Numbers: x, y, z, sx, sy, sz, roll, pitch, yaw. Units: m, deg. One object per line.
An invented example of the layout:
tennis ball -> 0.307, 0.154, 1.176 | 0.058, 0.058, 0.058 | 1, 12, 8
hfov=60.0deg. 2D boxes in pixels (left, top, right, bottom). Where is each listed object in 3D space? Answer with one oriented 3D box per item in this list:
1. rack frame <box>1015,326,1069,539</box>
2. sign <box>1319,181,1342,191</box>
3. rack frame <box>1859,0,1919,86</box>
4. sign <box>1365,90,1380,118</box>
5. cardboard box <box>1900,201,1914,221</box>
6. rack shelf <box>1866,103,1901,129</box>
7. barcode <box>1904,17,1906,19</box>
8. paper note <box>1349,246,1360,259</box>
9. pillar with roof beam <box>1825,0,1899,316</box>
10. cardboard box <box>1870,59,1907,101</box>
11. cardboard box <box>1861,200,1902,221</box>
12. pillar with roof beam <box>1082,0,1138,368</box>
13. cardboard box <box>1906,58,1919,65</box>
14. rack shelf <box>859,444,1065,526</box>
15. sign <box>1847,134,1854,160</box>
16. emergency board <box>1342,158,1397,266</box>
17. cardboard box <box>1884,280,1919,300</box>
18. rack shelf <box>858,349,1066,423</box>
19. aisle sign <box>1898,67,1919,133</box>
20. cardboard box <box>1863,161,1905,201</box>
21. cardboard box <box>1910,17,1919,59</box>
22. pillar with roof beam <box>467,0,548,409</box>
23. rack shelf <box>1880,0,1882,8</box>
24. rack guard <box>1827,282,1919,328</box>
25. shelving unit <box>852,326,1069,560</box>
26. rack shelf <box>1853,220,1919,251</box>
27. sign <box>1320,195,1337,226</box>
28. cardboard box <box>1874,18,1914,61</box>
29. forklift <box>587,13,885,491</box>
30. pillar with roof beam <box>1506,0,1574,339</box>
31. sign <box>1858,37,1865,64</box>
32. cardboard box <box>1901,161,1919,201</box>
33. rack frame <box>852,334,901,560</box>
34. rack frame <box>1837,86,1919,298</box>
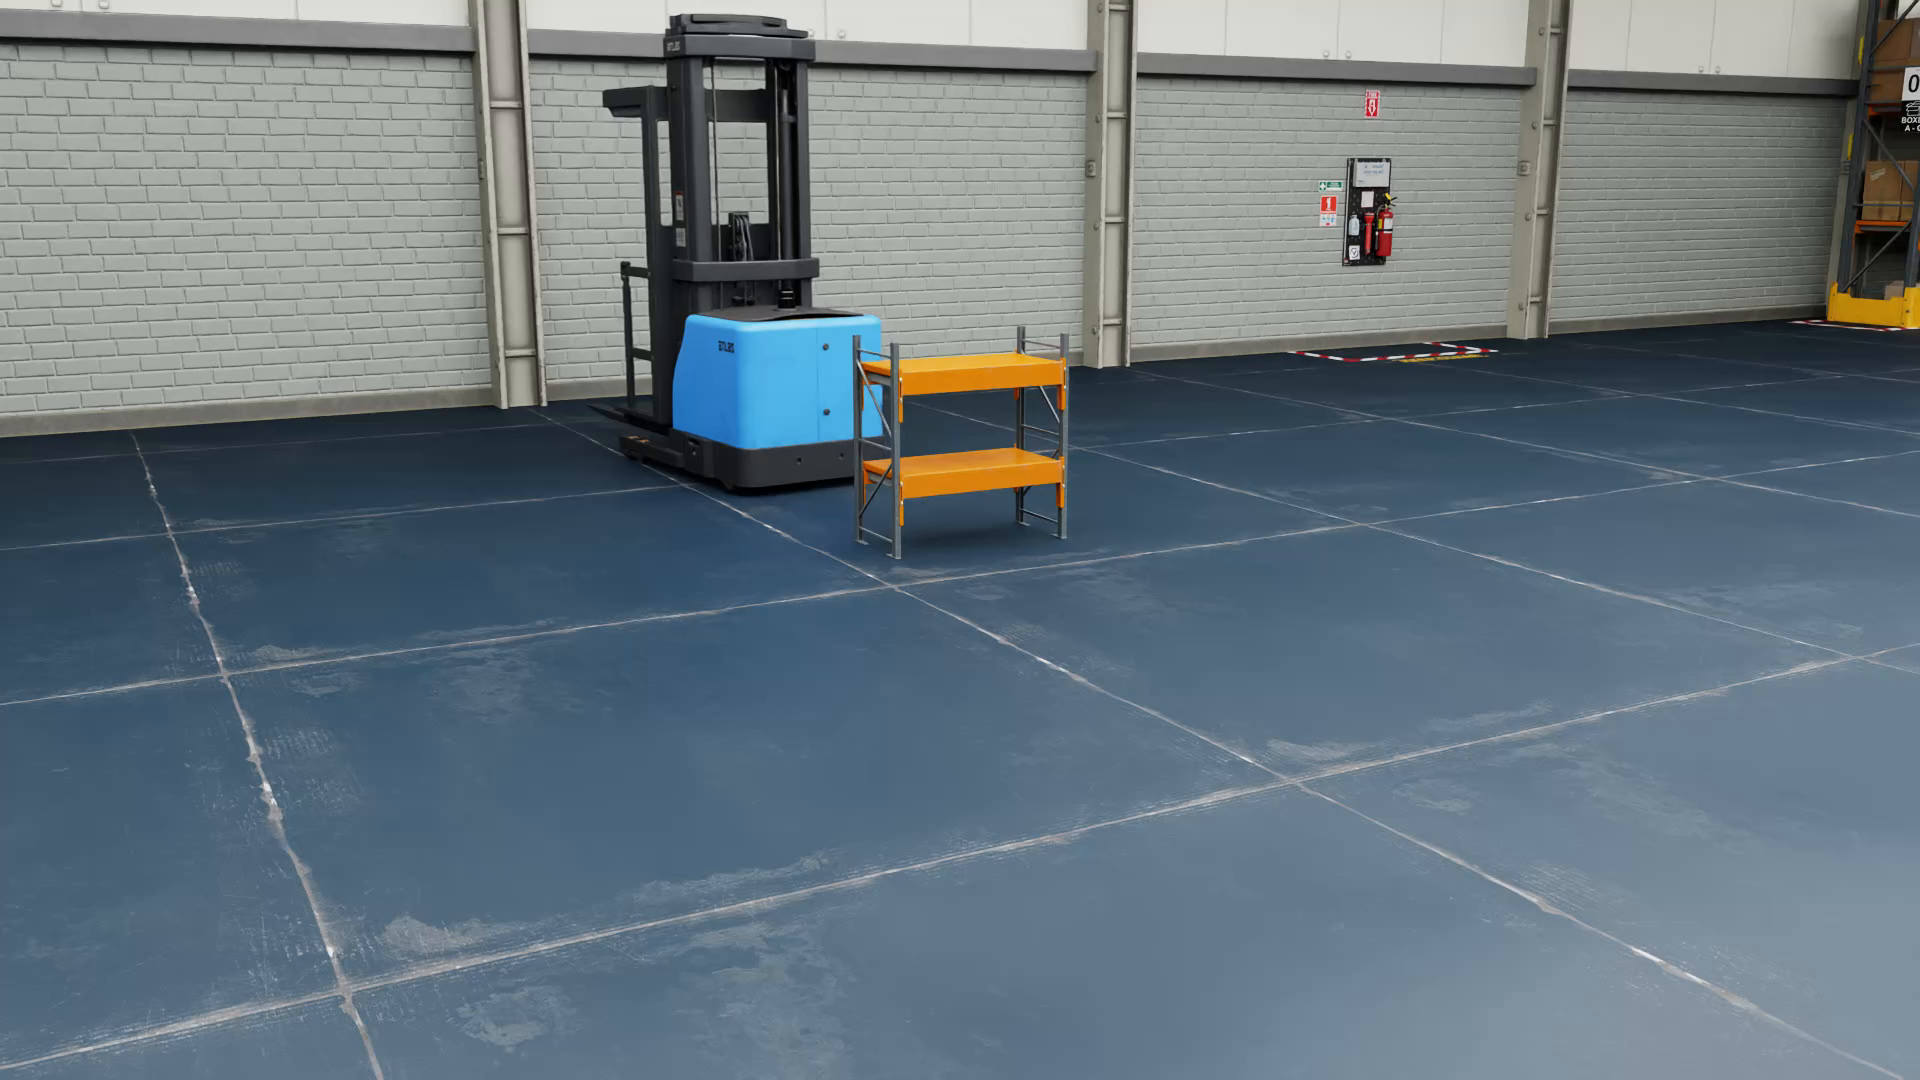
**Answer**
rack frame -> 0.452, -0.603, 9.226 | 0.032, 1.125, 0.500 | -7, 14, -28
sign -> 4.049, -3.867, 18.170 | 0.331, 0.109, 0.001 | -7, 14, -28
rack frame -> 11.829, -7.200, 20.608 | 0.127, 3.000, 1.000 | -7, 14, -28
sign -> 4.521, -4.779, 18.235 | 0.199, 0.298, 0.001 | -7, 14, -28
cardboard box -> 12.410, -4.200, 21.238 | 0.500, 0.250, 0.500 | -7, 15, -29
rack shelf -> 13.585, -5.596, 21.952 | 4.000, 0.370, 1.077 | -7, 14, -28
barcode -> 12.213, -6.737, 21.511 | 0.075, 0.075, 0.001 | -7, 14, -28
paper note -> 4.387, -3.195, 18.481 | 0.142, 0.148, 0.016 | -7, 14, -28
pillar with roof beam -> 14.092, -6.611, 17.990 | 0.400, 9.000, 9.100 | -7, 14, -28
cardboard box -> 12.074, -5.888, 21.336 | 0.500, 0.500, 0.500 | -6, 14, -24
cardboard box -> 12.147, -4.297, 21.666 | 0.500, 0.250, 0.500 | -7, 14, -27
pillar with roof beam -> 3.559, -5.349, 12.380 | 0.400, 9.000, 9.100 | -7, 14, -28
cardboard box -> 12.243, -5.783, 20.867 | 0.500, 0.500, 0.500 | -6, 14, -26
rack shelf -> 0.006, -0.311, 9.043 | 1.000, 0.278, 0.538 | -7, 14, -28
sign -> 11.581, -5.102, 21.590 | 0.005, 0.325, 0.100 | -7, 14, -28
emergency board -> 4.576, -3.630, 18.408 | 0.643, 1.169, 0.194 | -7, 14, -28
cardboard box -> 12.480, -3.232, 21.760 | 0.500, 0.311, 0.500 | -9, 15, -34
rack shelf -> 0.006, -0.835, 8.925 | 1.000, 0.278, 0.538 | -7, 14, -28
aisle sign -> 11.910, -5.477, 20.691 | 0.004, 0.787, 0.394 | -7, 14, -28
cardboard box -> 12.141, -4.667, 21.601 | 0.500, 0.500, 0.500 | -7, 14, -28
cardboard box -> 12.284, -6.277, 20.787 | 0.500, 0.500, 0.500 | -8, 15, -32
pillar with roof beam -> -1.707, -4.718, 9.576 | 0.400, 9.000, 9.100 | -7, 14, -28
rack shelf -> 13.585, -7.058, 21.623 | 4.000, 0.370, 1.077 | -7, 14, -28
rack guard -> 11.896, -3.062, 21.577 | 0.348, 0.500, 1.175 | -7, 14, -28
shelving unit -> 0.006, -0.549, 8.989 | 1.048, 1.125, 0.538 | -7, 14, -28
rack shelf -> 13.585, -4.133, 22.281 | 4.000, 0.370, 1.077 | -7, 14, -28
sign -> 4.041, -3.609, 18.234 | 0.234, 0.329, 0.001 | -7, 14, -28
cardboard box -> 12.083, -6.379, 21.240 | 0.500, 0.500, 0.500 | -6, 14, -25
forklift -> -1.722, -2.011, 11.367 | 1.130, 2.935, 3.031 | -8, 15, -33
pillar with roof beam -> 8.826, -5.980, 15.185 | 0.400, 9.000, 9.100 | -7, 14, -28
sign -> 11.581, -6.278, 21.325 | 0.005, 0.325, 0.100 | -7, 14, -28
cardboard box -> 12.392, -4.568, 21.165 | 0.500, 0.500, 0.500 | -7, 14, -28
rack frame -> -0.440, -0.496, 8.751 | 0.032, 1.125, 0.500 | -7, 14, -28
rack frame -> 11.829, -4.274, 21.267 | 0.127, 3.000, 1.000 | -7, 14, -28
